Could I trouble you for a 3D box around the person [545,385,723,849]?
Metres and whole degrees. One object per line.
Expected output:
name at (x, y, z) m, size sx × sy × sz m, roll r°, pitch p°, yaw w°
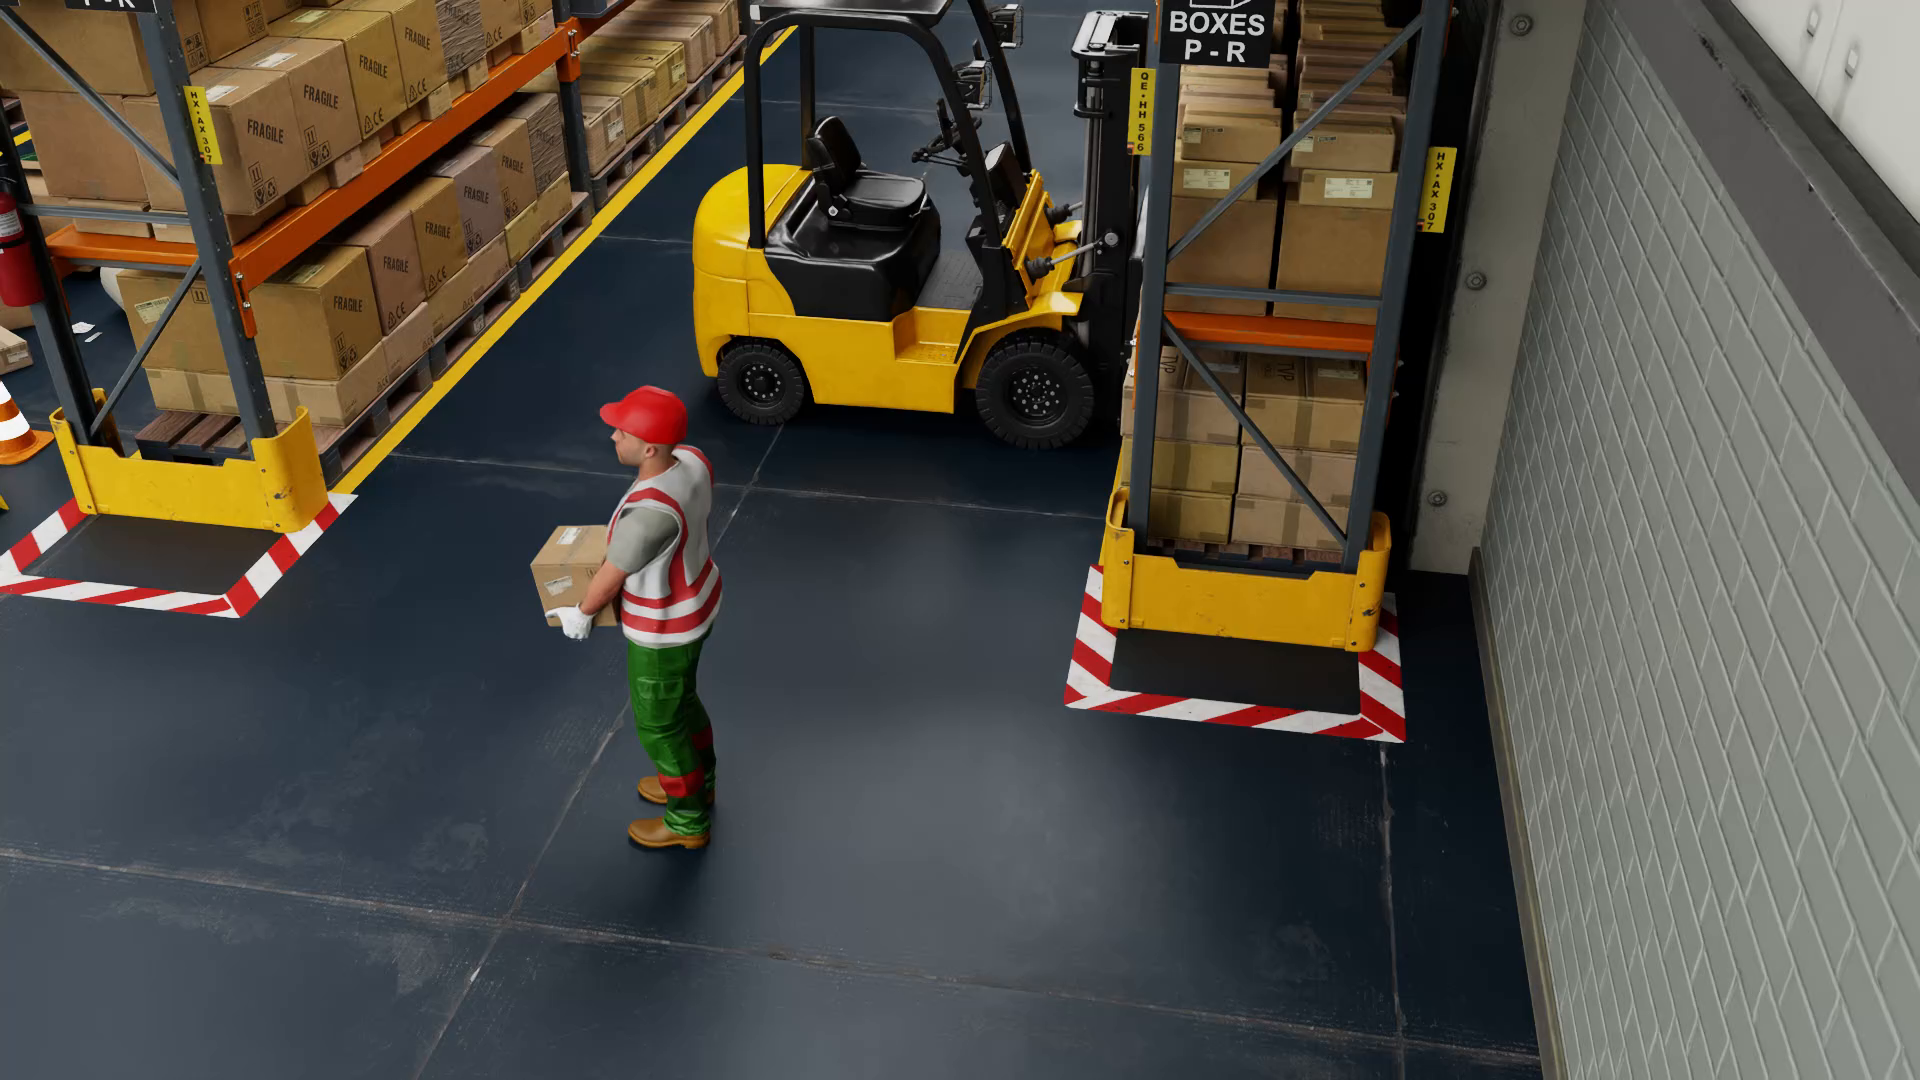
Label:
person at (-1.101, 0.269, 5.686) m, size 0.559 × 1.786 × 0.495 m, roll 5°, pitch 32°, yaw 8°
